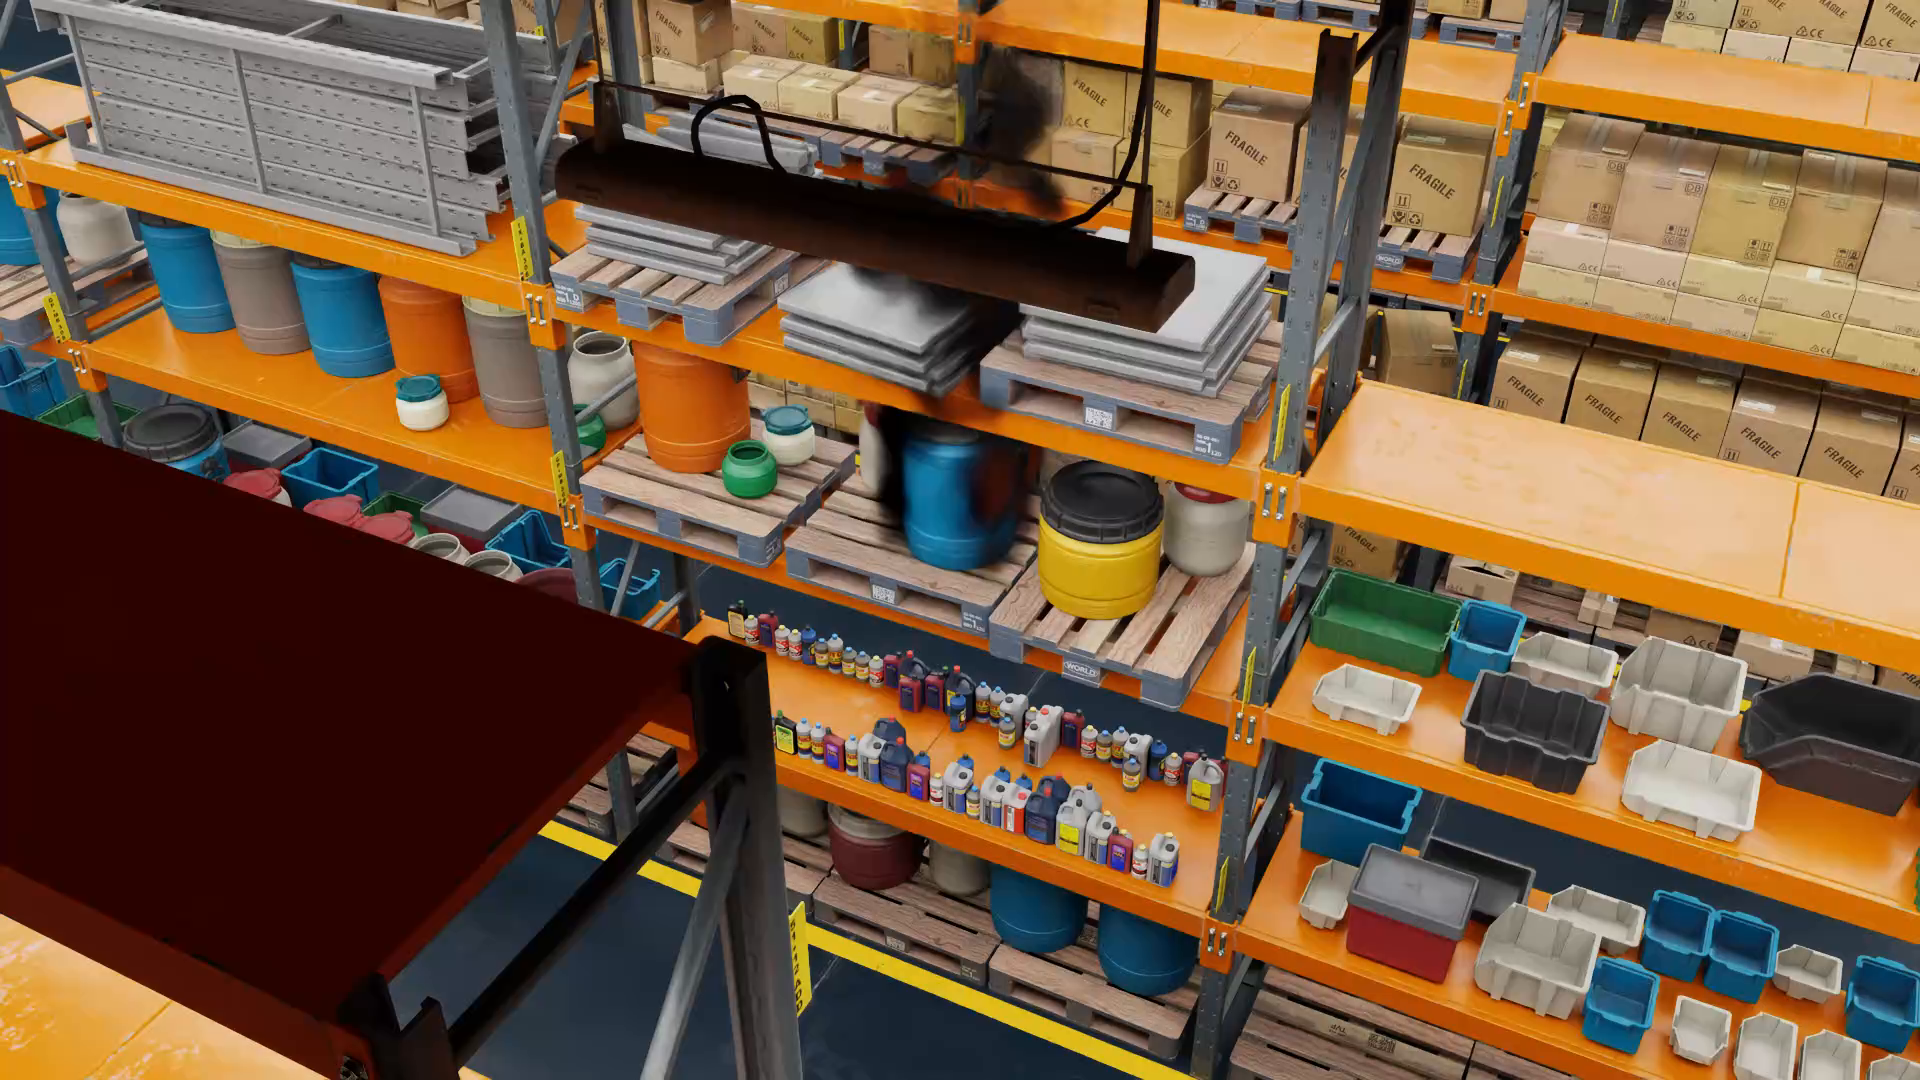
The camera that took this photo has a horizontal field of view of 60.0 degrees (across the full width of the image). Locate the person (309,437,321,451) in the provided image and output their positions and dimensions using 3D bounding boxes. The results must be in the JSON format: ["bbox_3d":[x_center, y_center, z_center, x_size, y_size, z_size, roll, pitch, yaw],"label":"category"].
[{"bbox_3d":[-5.428,-0.881,13.776,0.839,1.625,0.571,18,39,24],"label":"person"}]
